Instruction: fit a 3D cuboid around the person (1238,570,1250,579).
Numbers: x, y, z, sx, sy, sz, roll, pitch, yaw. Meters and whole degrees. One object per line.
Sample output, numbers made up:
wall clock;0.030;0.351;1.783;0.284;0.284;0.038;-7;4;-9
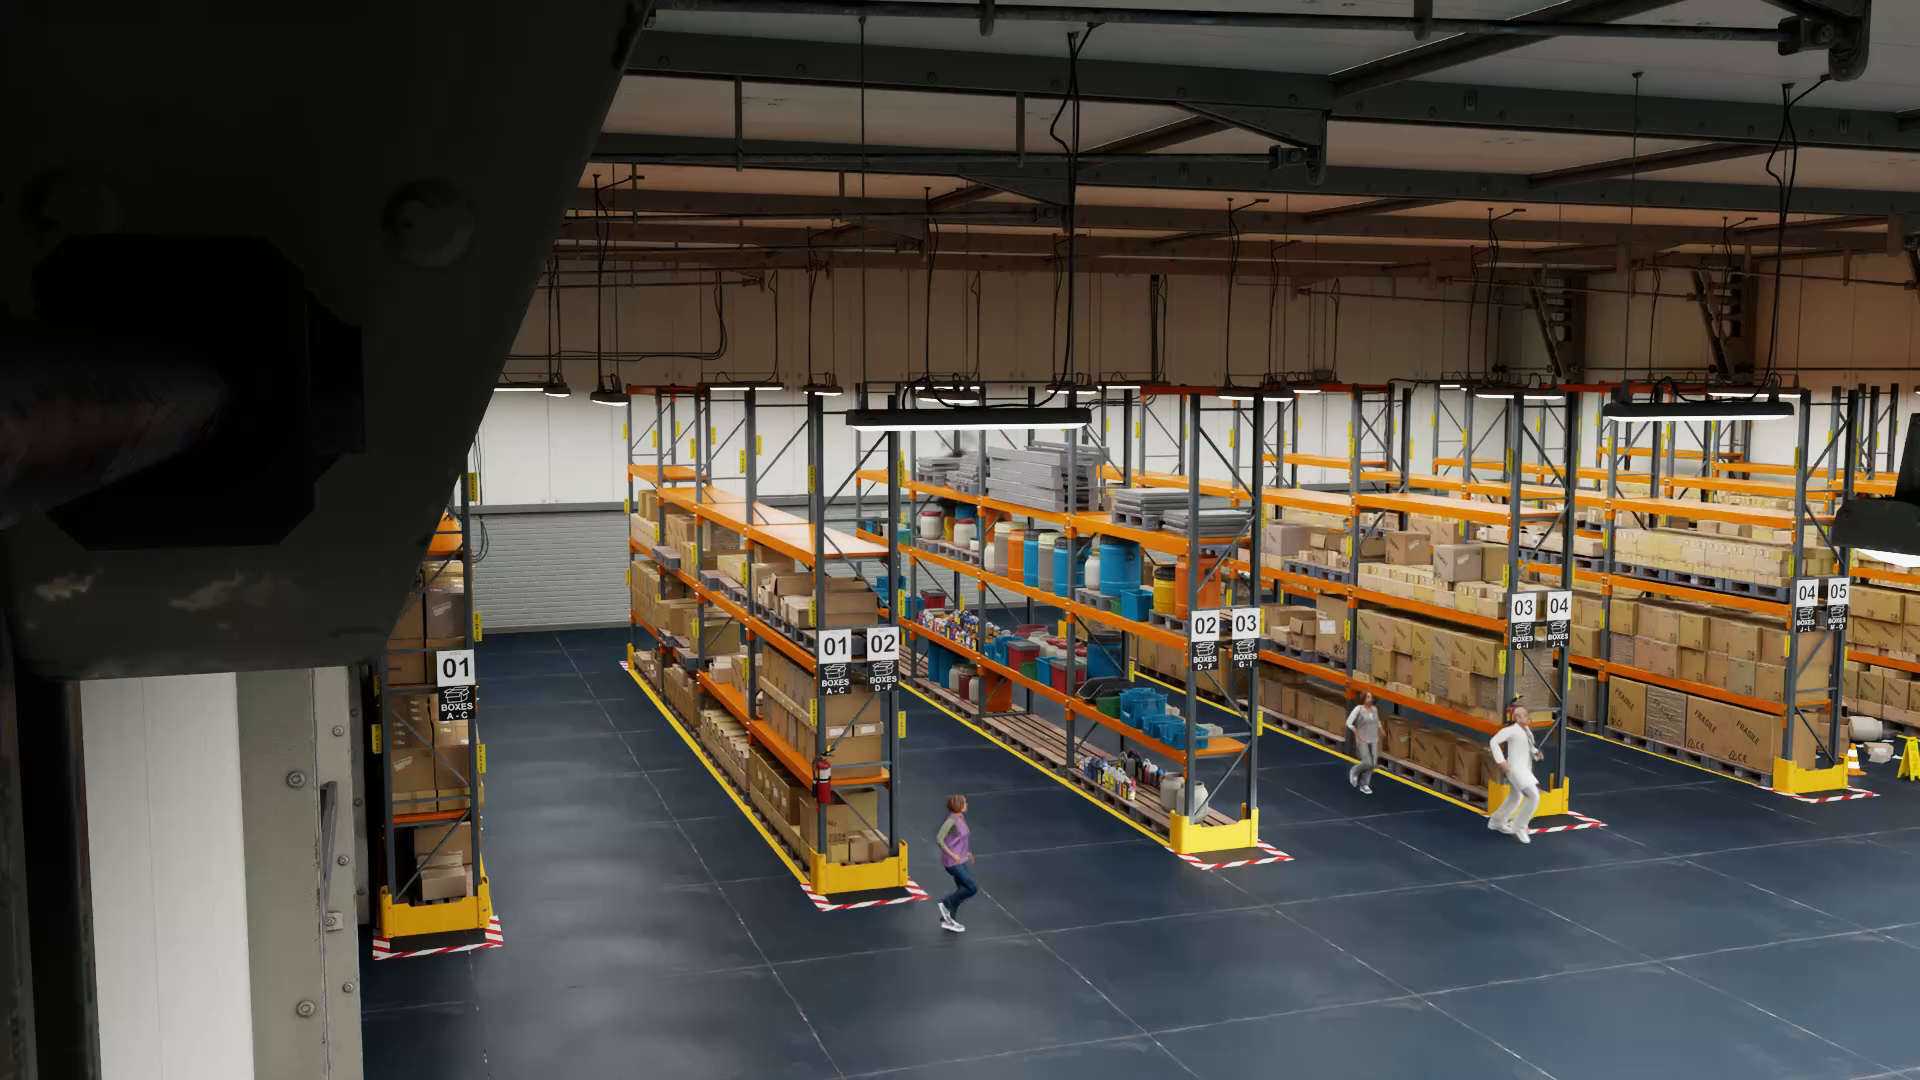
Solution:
person;6.944;1.266;40.976;0.865;1.683;0.686;-4;7;-33

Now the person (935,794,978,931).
person;-0.004;3.641;18.715;0.462;1.552;0.564;2;6;16

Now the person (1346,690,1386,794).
person;6.060;3.004;24.759;0.534;1.554;0.552;-2;6;-21

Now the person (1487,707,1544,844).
person;7.501;3.154;22.424;0.724;1.807;0.705;4;7;36
